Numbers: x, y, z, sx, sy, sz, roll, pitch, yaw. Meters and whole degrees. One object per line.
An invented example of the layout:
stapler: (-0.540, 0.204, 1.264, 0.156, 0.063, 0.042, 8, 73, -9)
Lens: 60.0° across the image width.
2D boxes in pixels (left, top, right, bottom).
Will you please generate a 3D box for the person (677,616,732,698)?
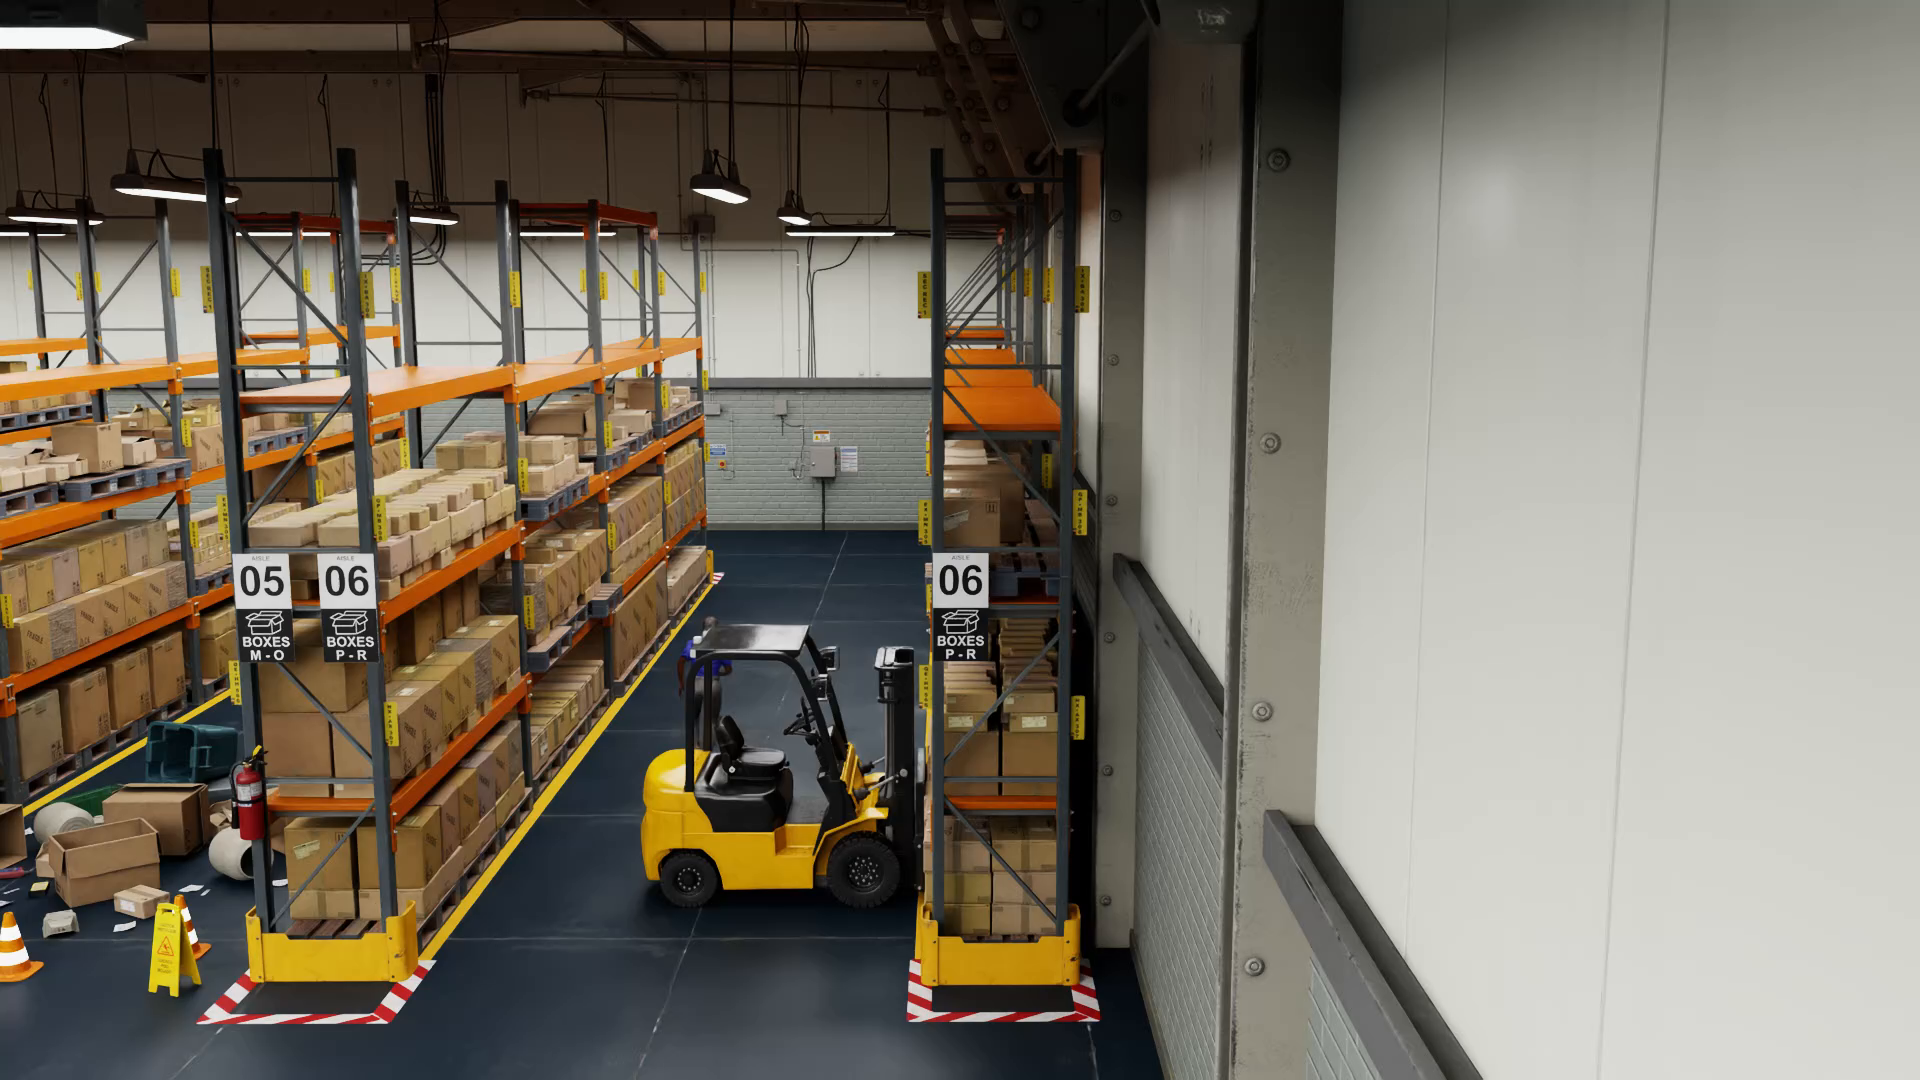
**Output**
person: (-2.711, 1.244, 17.791, 0.572, 0.845, 0.488, 0, 9, 1)
